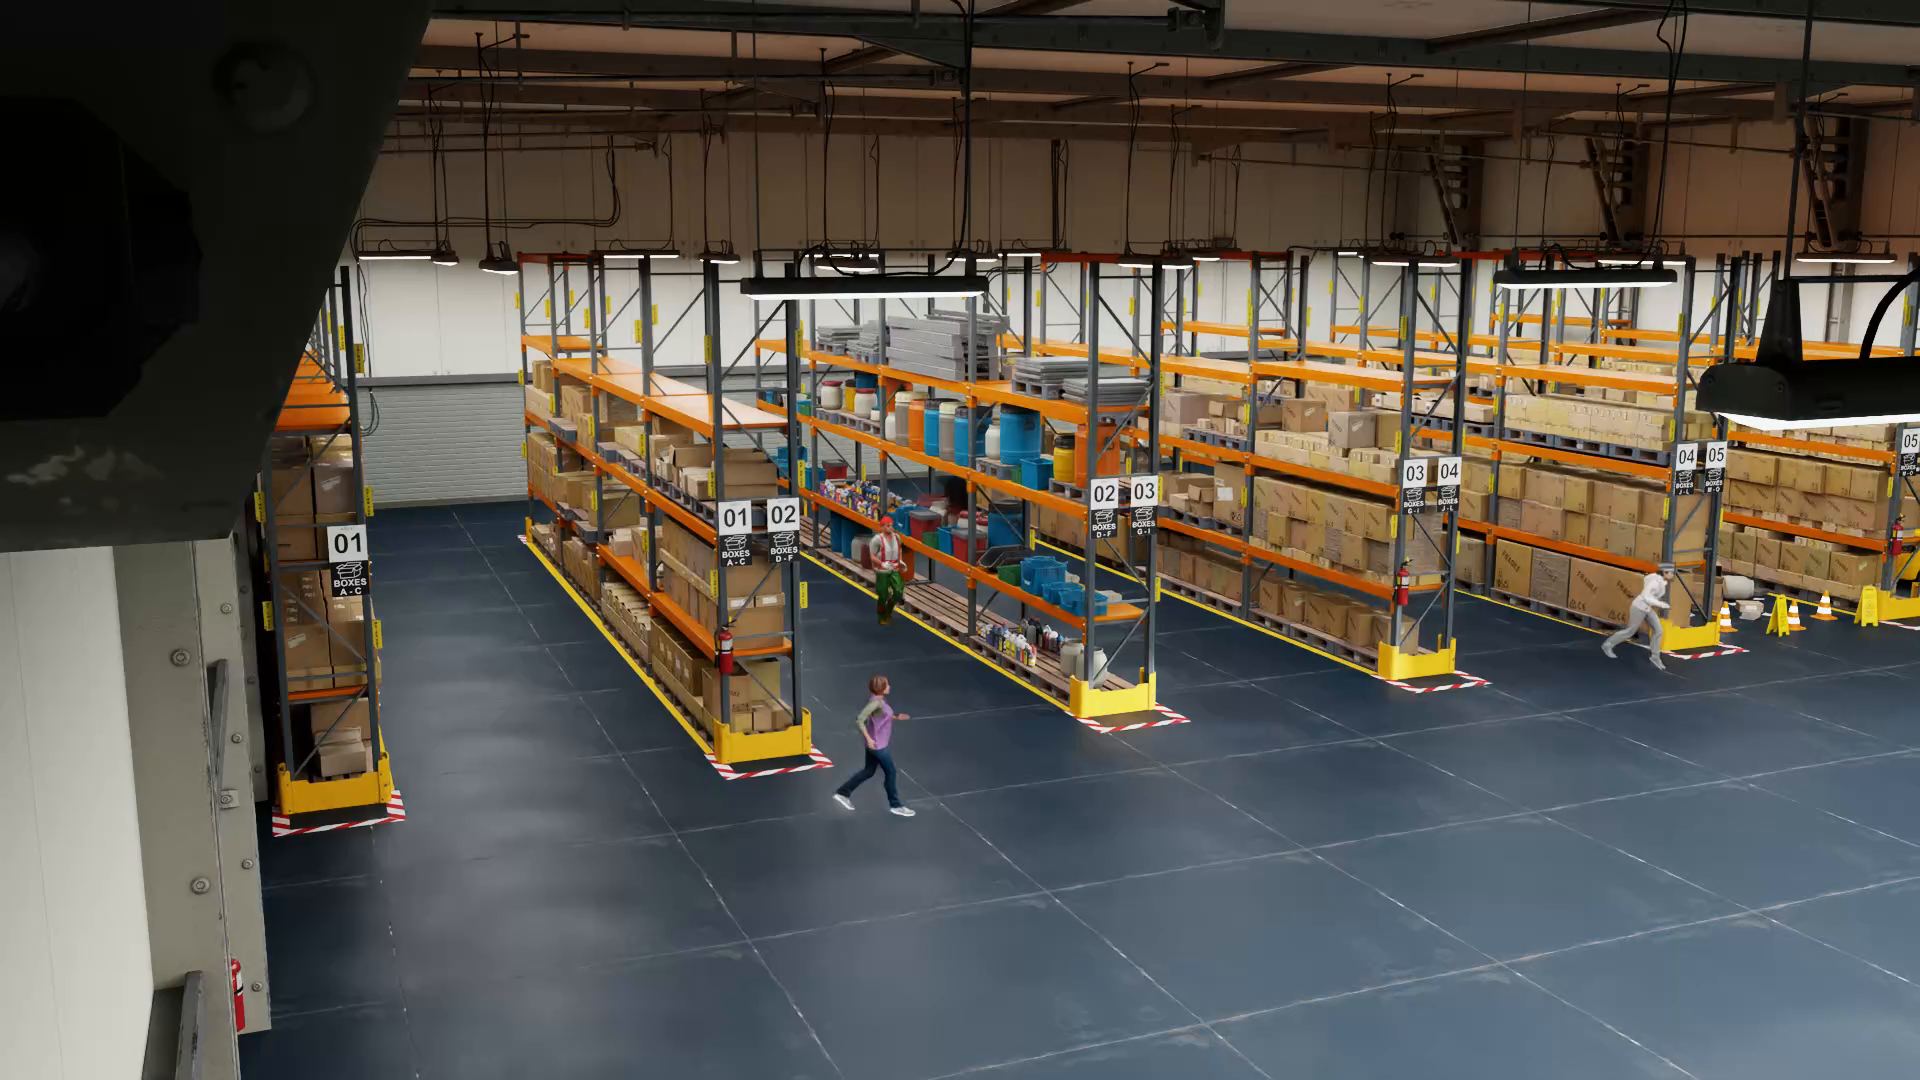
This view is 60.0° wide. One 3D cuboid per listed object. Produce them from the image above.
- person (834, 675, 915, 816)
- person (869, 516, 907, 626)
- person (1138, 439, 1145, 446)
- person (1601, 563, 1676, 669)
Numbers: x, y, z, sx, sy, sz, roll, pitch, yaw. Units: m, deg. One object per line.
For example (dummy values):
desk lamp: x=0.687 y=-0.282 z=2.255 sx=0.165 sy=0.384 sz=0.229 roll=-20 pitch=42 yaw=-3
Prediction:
person: x=-0.939 y=2.253 z=18.163 sx=0.885 sy=1.589 sz=0.529 roll=-1 pitch=10 yaw=-5
person: x=-1.087 y=0.495 z=25.869 sx=0.661 sy=1.756 sz=0.643 roll=-6 pitch=12 yaw=-31
person: x=3.993 y=-1.545 z=38.869 sx=0.687 sy=1.728 sz=1.030 roll=-7 pitch=13 yaw=-34
person: x=10.106 y=1.096 z=24.796 sx=0.967 sy=1.625 sz=0.658 roll=7 pitch=12 yaw=32
